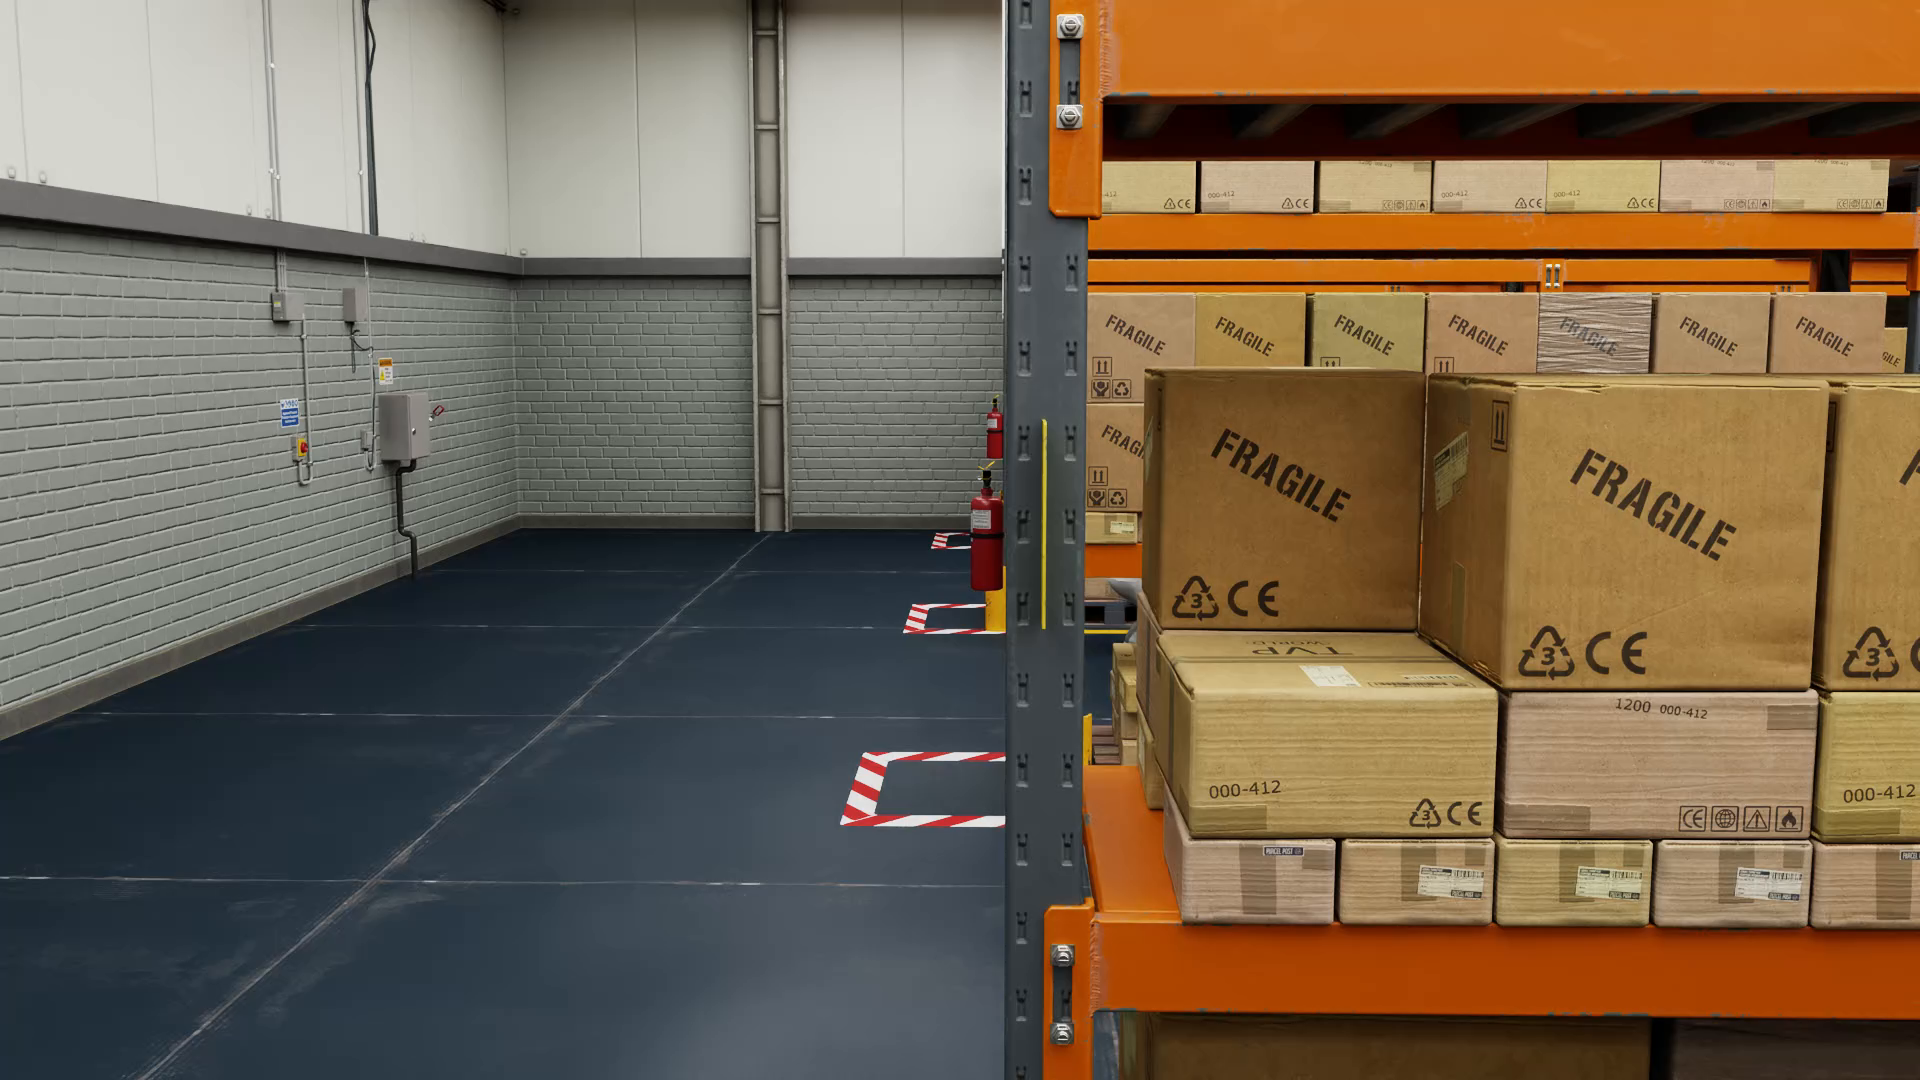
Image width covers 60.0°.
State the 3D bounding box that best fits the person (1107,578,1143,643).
[{"bbox_3d":[1.529,0.400,11.875,1.031,0.840,0.532,0,7,-1],"label":"person"}]
